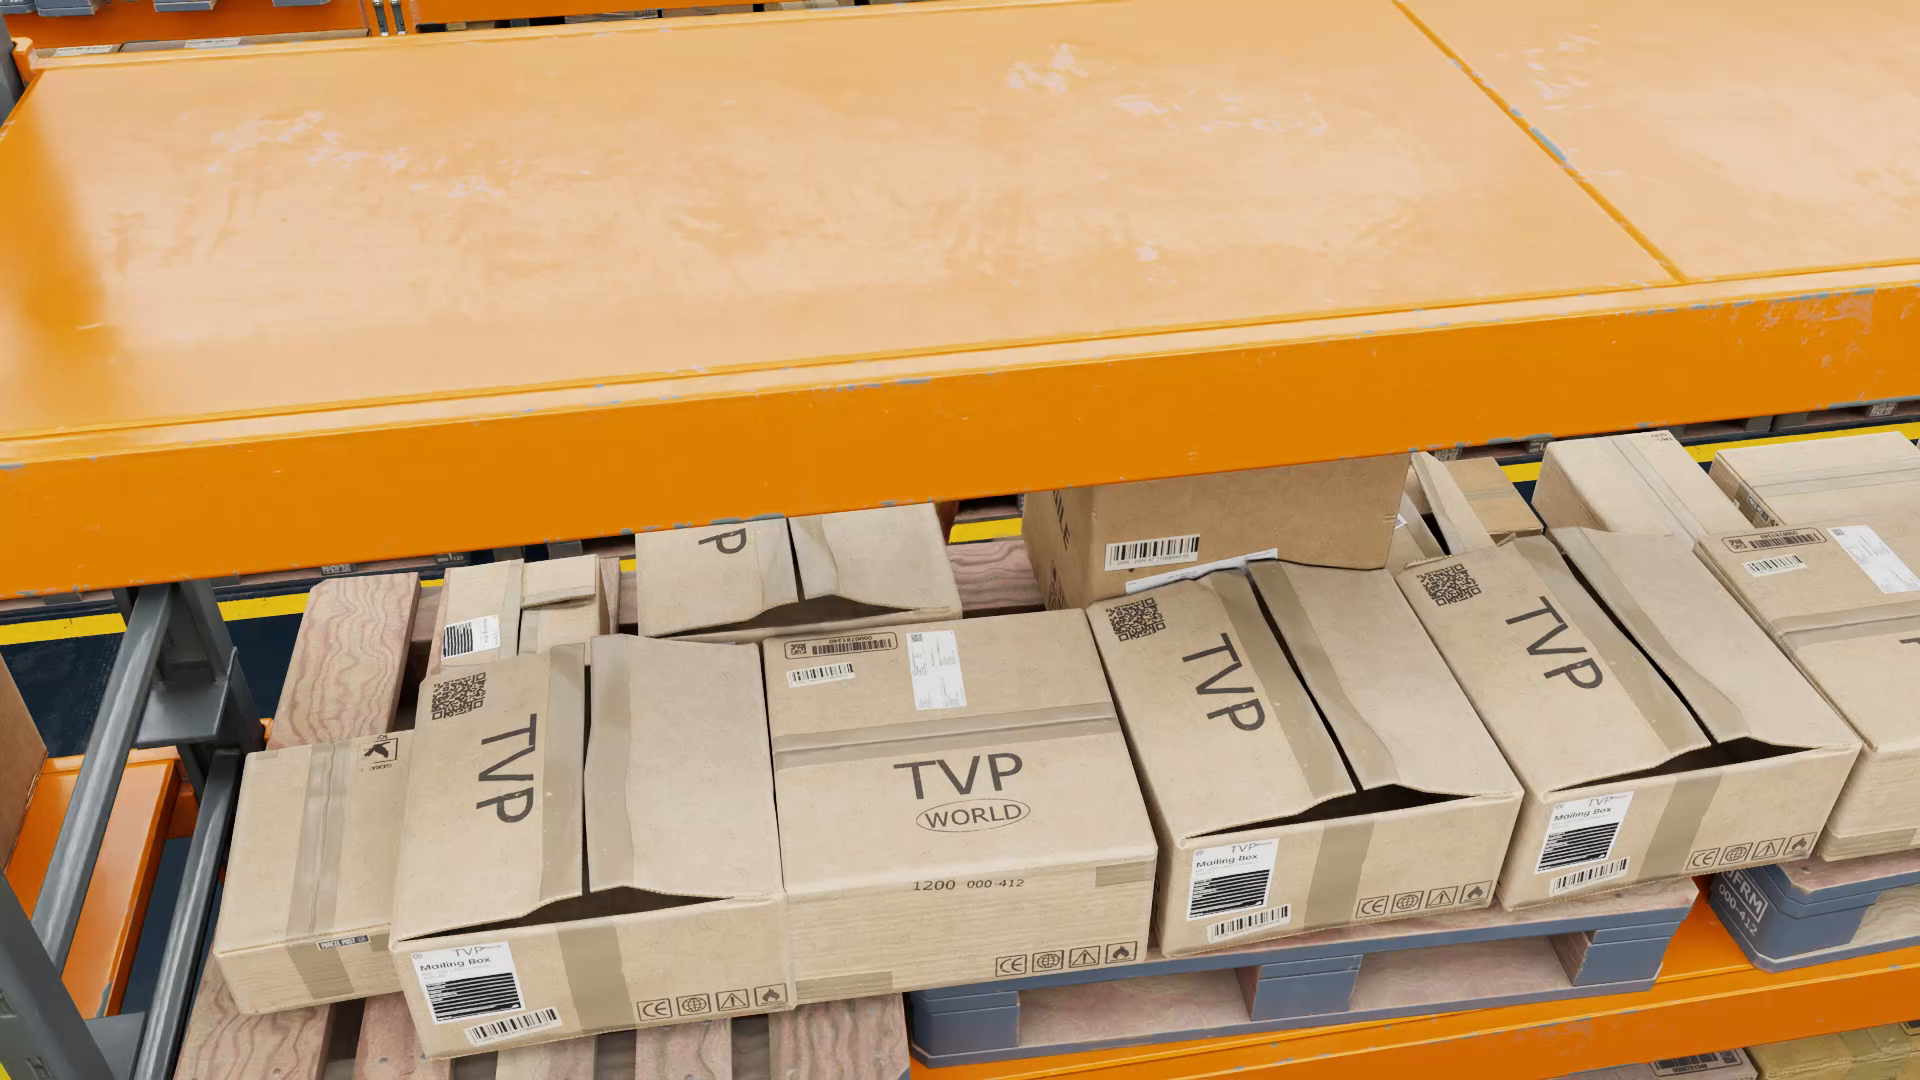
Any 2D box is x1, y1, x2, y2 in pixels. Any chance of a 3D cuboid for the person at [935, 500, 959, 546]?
[{"bbox_3d":[-0.286,-0.084,6.712,0.629,1.766,0.616,17,42,21],"label":"person"}]
